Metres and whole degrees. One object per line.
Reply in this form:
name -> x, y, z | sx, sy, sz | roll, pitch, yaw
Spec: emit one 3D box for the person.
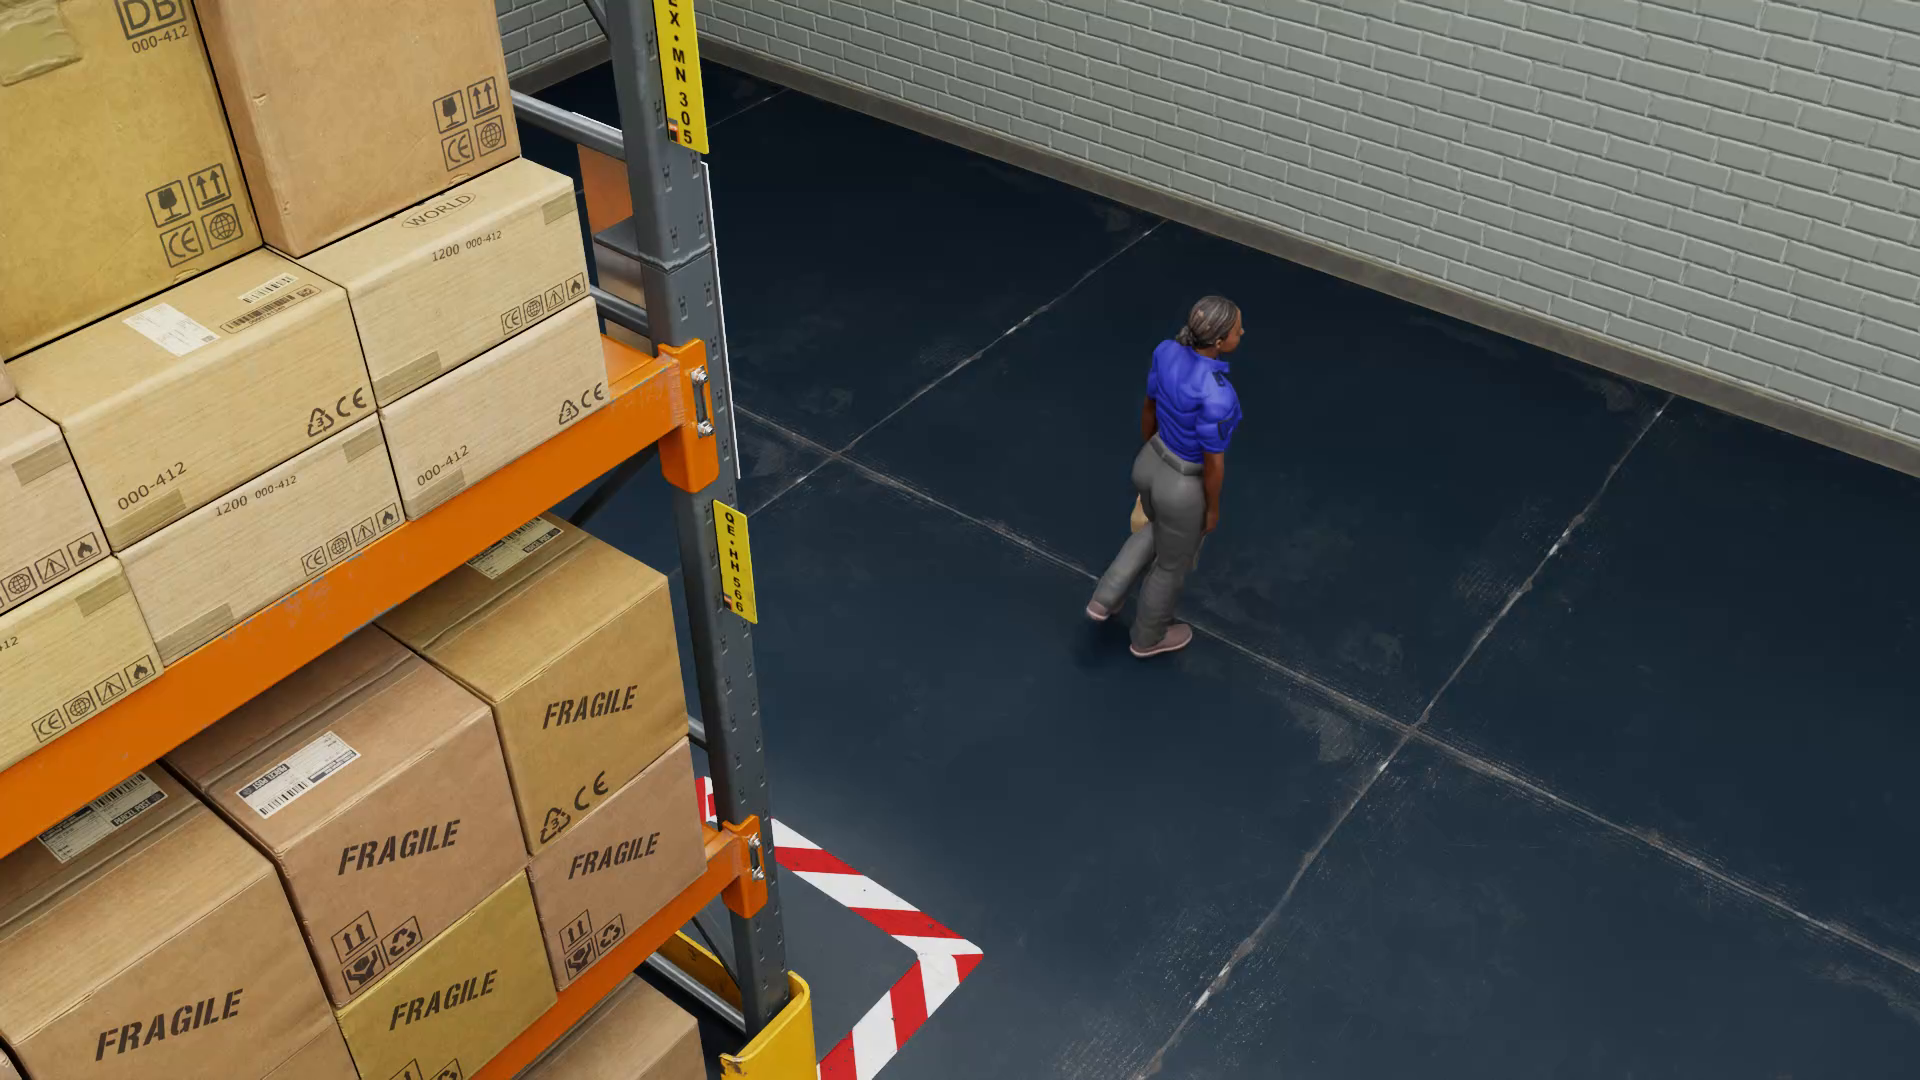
person -> 0.779, -0.203, 6.405 | 0.490, 1.658, 0.511 | -18, 43, -21
